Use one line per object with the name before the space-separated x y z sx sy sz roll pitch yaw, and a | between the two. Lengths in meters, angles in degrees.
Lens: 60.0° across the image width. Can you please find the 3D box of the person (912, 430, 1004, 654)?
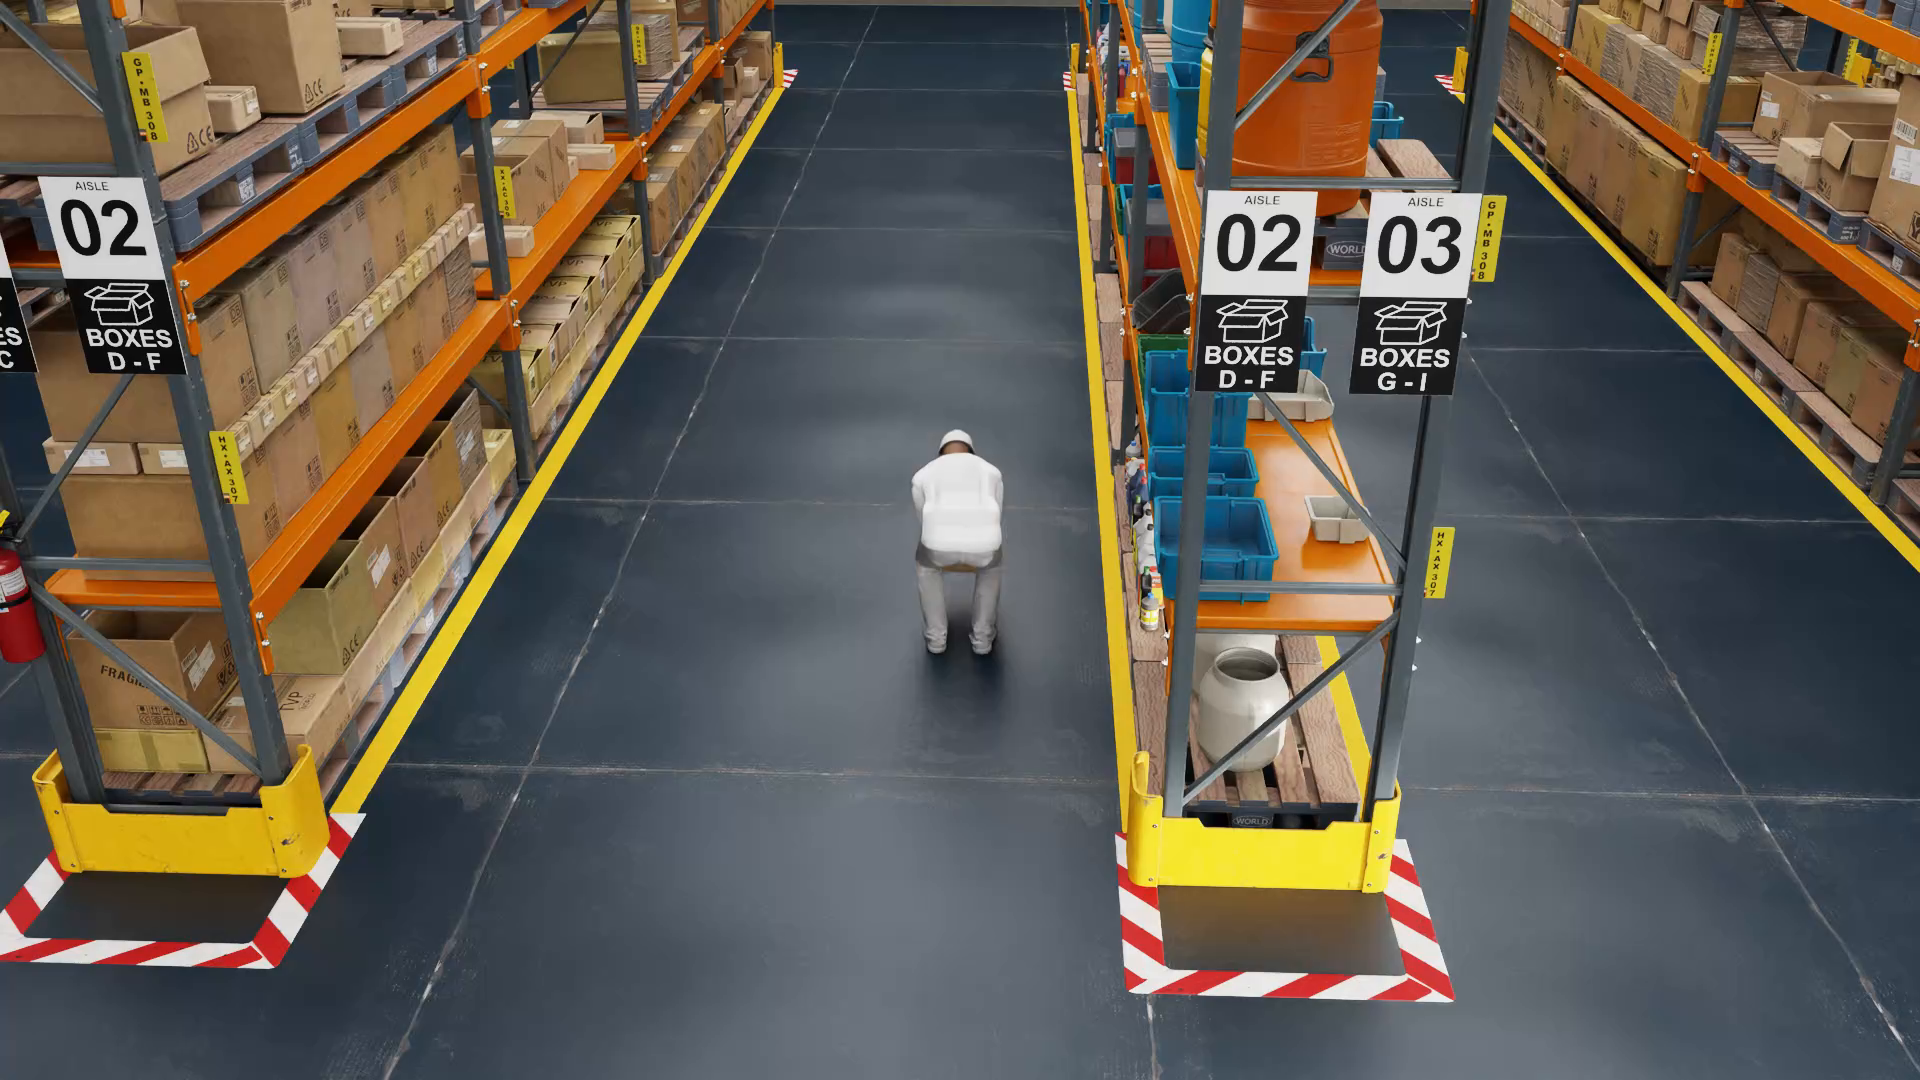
person | -0.010 0.023 9.317 0.515 1.051 0.967 0 28 0
